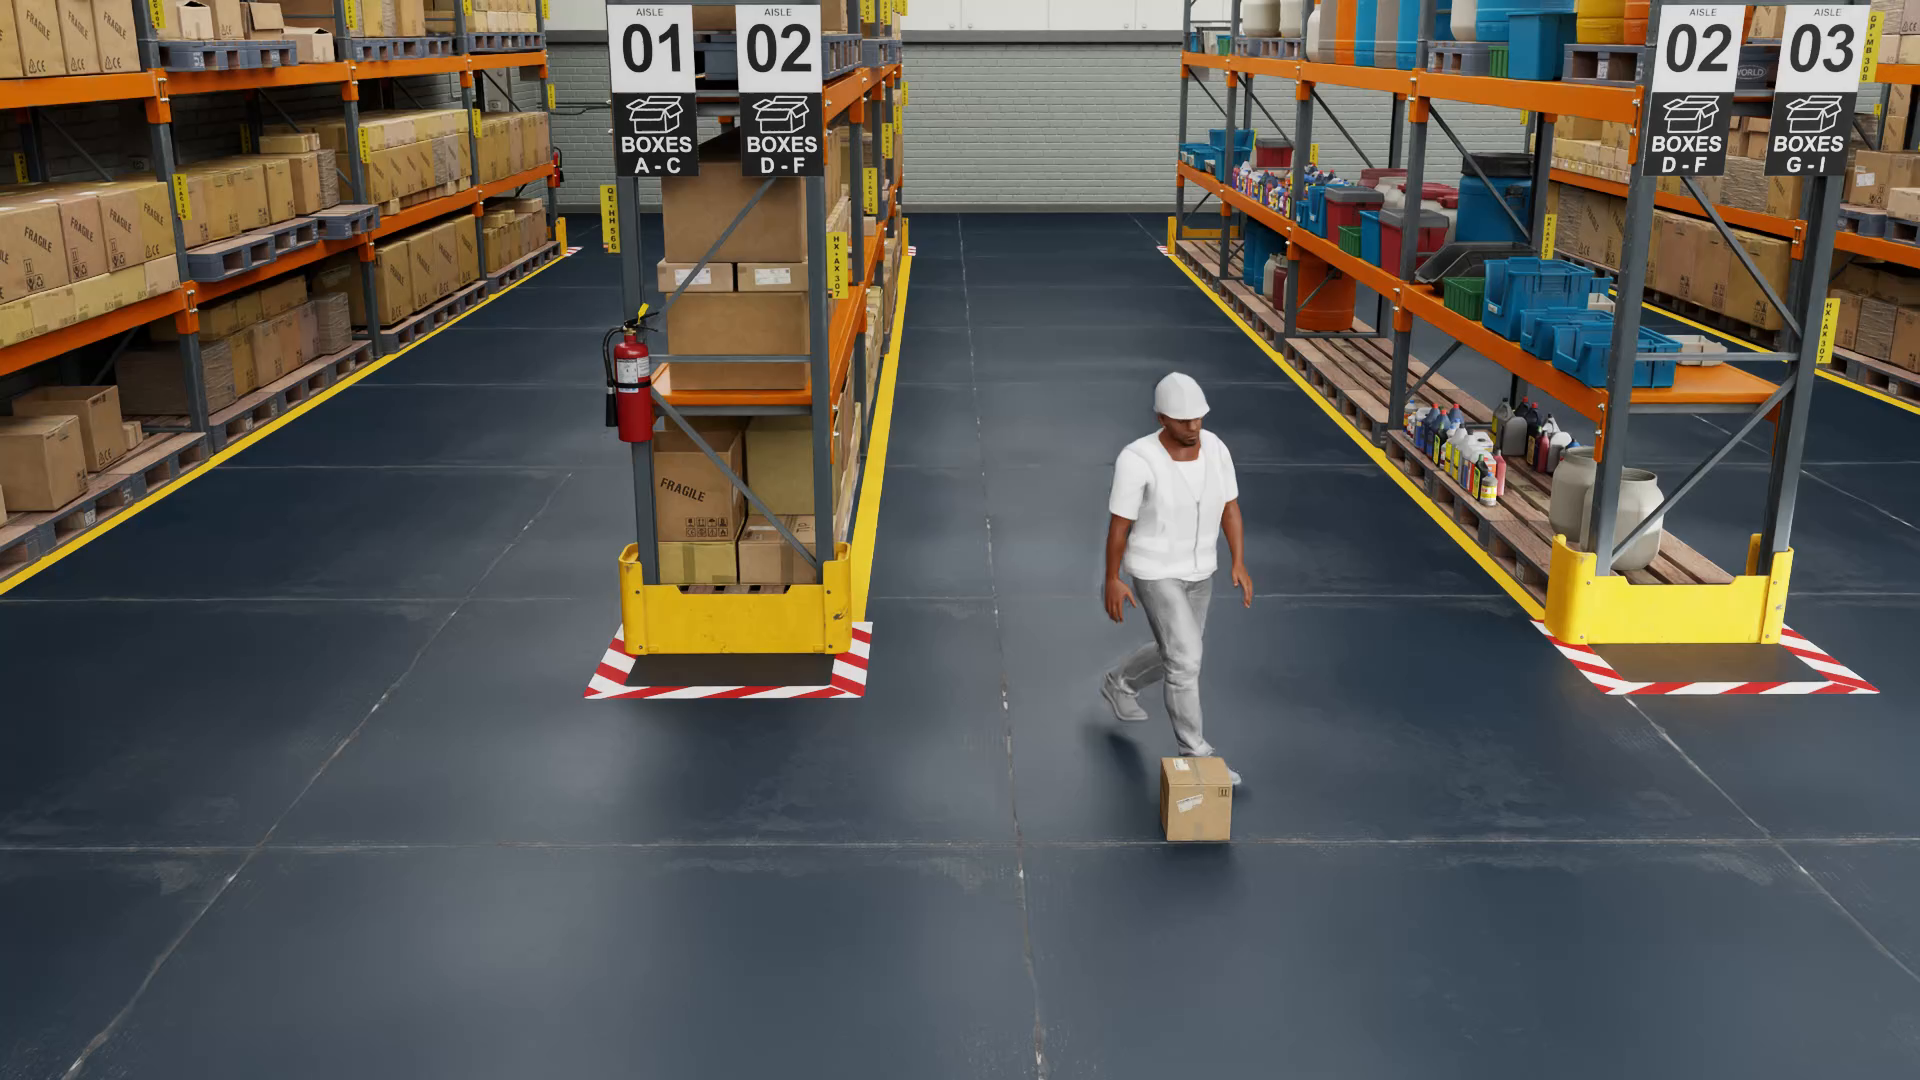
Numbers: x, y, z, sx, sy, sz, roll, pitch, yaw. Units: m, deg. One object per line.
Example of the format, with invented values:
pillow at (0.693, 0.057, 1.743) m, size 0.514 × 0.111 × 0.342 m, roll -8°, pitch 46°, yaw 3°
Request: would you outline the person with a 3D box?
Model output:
person at (0.904, 0.130, 7.106) m, size 0.574 × 1.741 × 0.928 m, roll -13°, pitch 21°, yaw -36°
